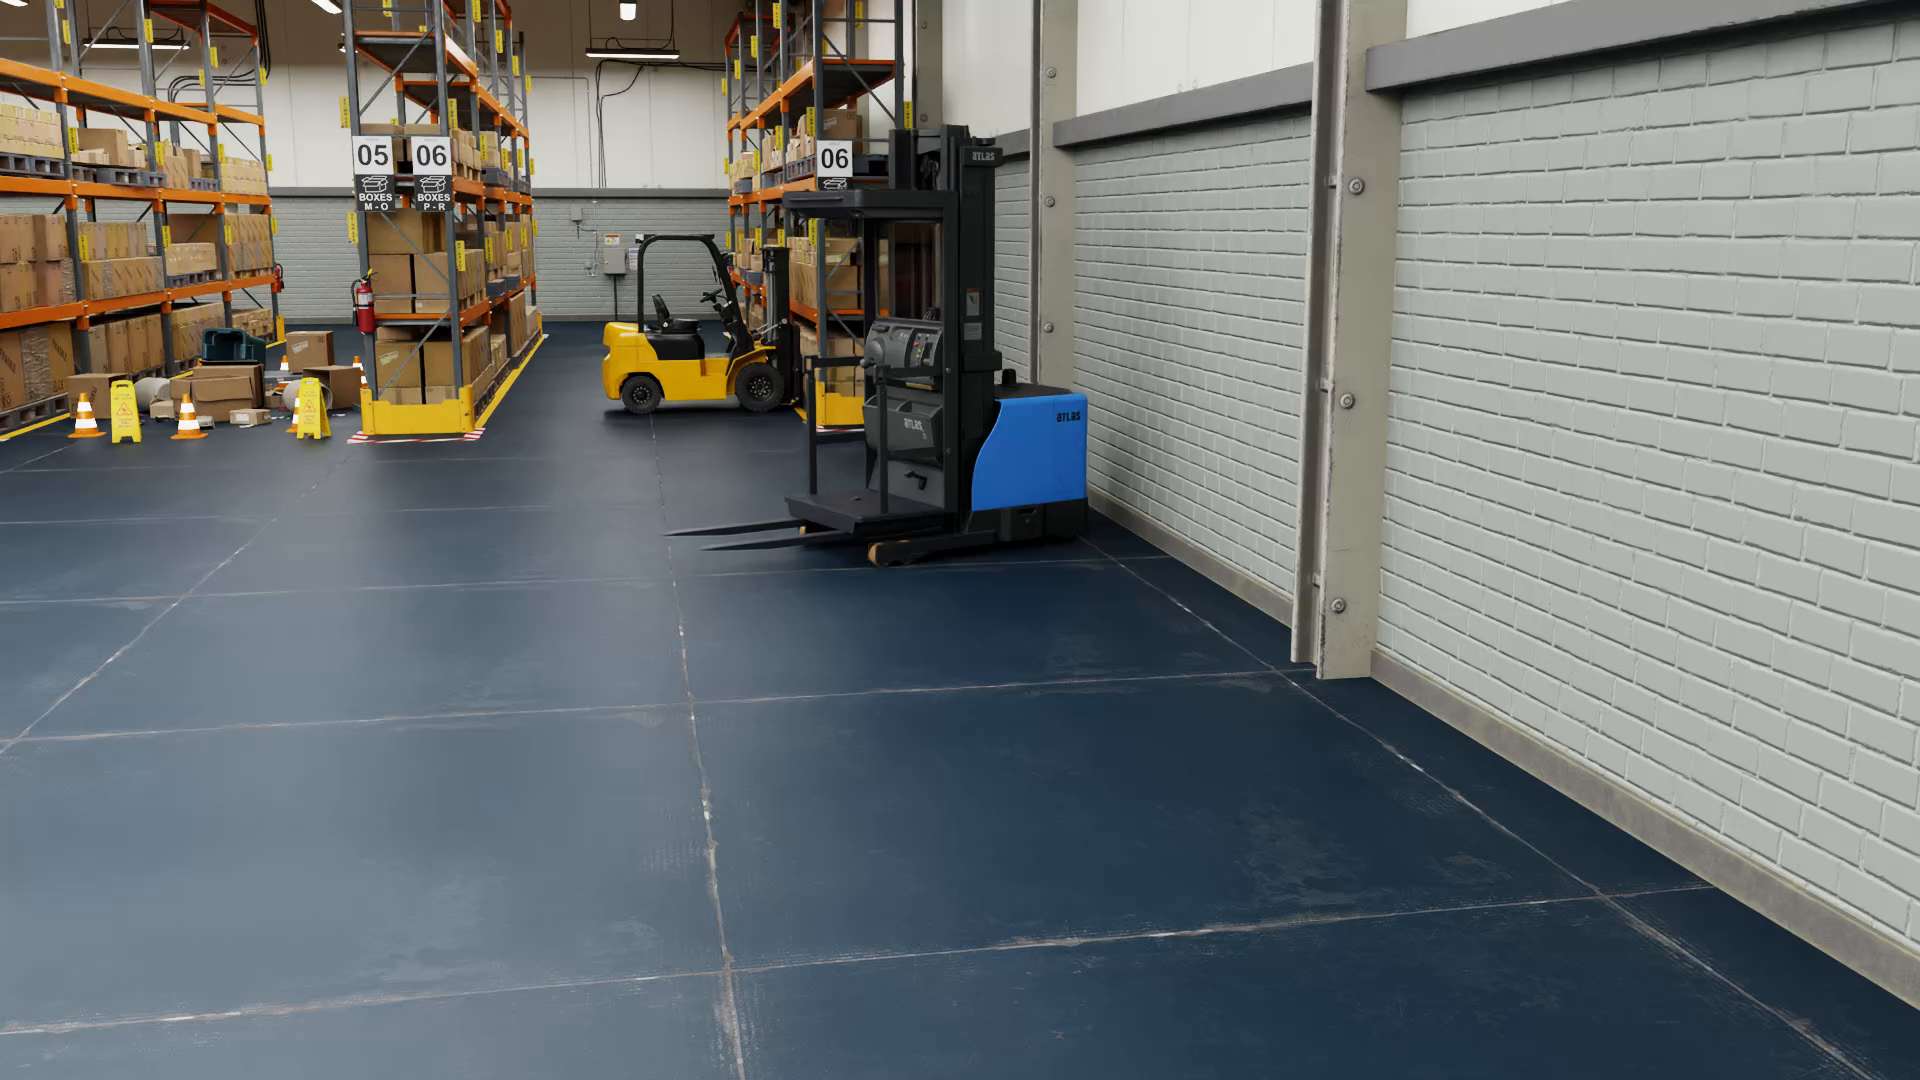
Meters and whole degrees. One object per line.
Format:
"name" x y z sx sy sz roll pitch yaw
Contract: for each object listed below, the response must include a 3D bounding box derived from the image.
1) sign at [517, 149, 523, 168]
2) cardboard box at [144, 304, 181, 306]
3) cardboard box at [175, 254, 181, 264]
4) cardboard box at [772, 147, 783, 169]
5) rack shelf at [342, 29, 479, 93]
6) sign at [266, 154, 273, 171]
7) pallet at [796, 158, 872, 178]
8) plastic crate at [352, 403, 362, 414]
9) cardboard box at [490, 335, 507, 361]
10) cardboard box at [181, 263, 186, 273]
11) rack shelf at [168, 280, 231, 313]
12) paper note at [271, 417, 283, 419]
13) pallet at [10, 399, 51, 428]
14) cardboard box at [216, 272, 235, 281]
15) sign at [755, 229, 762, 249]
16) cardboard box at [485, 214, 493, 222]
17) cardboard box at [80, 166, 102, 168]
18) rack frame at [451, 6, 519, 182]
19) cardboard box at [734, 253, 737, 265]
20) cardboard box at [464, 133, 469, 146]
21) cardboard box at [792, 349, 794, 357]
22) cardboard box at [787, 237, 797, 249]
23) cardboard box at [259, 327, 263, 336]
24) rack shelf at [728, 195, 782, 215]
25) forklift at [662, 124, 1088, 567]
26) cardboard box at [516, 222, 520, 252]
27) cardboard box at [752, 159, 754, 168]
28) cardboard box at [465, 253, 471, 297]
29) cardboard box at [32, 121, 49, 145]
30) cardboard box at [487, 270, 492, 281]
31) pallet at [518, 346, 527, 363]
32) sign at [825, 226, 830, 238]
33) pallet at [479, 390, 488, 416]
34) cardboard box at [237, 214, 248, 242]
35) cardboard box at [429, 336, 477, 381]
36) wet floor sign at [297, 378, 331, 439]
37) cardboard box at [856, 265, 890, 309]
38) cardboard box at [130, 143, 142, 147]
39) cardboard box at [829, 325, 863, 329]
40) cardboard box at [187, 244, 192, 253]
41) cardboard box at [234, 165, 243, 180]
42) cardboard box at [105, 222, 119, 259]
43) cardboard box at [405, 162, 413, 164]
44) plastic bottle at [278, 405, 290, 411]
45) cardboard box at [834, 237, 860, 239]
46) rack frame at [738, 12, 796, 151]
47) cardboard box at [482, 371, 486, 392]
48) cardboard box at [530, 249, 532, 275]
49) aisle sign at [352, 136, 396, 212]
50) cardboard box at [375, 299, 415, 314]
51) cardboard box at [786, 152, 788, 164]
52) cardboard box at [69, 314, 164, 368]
"sign" -7.808 -6.769 29.493 0.100 0.325 0.005 -2 11 -11
"cardboard box" -13.183 -3.771 27.544 0.500 0.250 0.500 -2 11 -9
"cardboard box" -12.452 -4.403 26.062 0.380 0.149 0.250 -2 11 -11
"cardboard box" -2.443 -5.530 24.051 0.500 0.311 0.500 -3 11 -13
"rack shelf" -6.393 -5.624 19.609 1.077 0.370 4.000 -2 11 -11
"sign" -13.403 -7.326 32.273 0.100 0.325 0.005 -2 11 -11
"pallet" -1.489 -4.631 20.719 1.003 0.211 1.213 -2 11 -11
"plastic crate" -7.281 -1.646 20.633 0.402 0.080 0.583 -6 13 -31
"cardboard box" -7.460 -2.944 25.544 0.950 0.372 0.625 -3 11 -15
"cardboard box" -12.498 -4.303 26.329 0.380 0.149 0.250 -2 11 -9
"rack shelf" -12.785 -3.947 26.835 1.077 0.370 4.000 -2 11 -11
"paper note" -8.158 -1.463 19.831 0.148 0.019 0.142 2 11 9
"pallet" -11.306 -1.464 19.321 1.003 0.211 1.213 -2 11 -11
"cardboard box" -12.908 -4.608 29.054 0.380 0.149 0.250 -2 11 -9
"sign" -3.222 -4.822 26.622 0.100 0.325 0.005 -2 11 -11
"cardboard box" -8.655 -5.822 30.086 0.380 0.149 0.250 -2 11 -10
"cardboard box" -12.373 -5.356 23.303 0.500 0.250 0.500 -2 11 -9
"rack frame" -8.338 -7.813 29.177 1.000 3.000 0.127 -2 11 -11
"cardboard box" -4.224 -5.575 33.069 0.500 0.250 0.500 -2 11 -12
"cardboard box" -6.111 -4.809 19.958 0.380 0.149 0.250 -2 11 -10
"cardboard box" -1.936 -2.396 21.656 0.500 0.250 0.500 -2 11 -11
"cardboard box" -2.143 -4.024 22.520 0.380 0.149 0.250 -2 11 -10
"cardboard box" -13.357 -3.933 31.341 0.380 0.149 0.250 -3 11 -14
"rack shelf" -3.859 -6.534 32.404 1.077 0.370 4.000 -2 11 -11
"forklift" -0.571 -1.369 11.550 3.031 2.935 1.130 -7 13 -33
"cardboard box" -7.897 -5.239 28.756 0.500 0.500 0.500 -2 11 -10
"cardboard box" -3.301 -6.345 28.029 0.380 0.149 0.250 -2 11 -11
"cardboard box" -5.928 -3.052 19.146 0.500 0.500 0.500 -2 11 -9
"cardboard box" -11.172 -4.828 19.731 0.500 0.250 0.500 -2 11 -11
"cardboard box" -6.580 -3.594 22.607 0.380 0.149 0.250 -2 11 -10
"pallet" -7.873 -3.133 28.092 1.003 0.211 1.213 -2 11 -11
"sign" -2.148 -4.903 26.837 0.100 0.325 0.005 -2 11 -11
"pallet" -6.376 -1.683 20.472 1.003 0.211 1.213 -2 11 -11
"cardboard box" -13.206 -5.633 30.034 0.500 0.500 0.500 -2 11 -10
"cardboard box" -6.001 -2.147 19.679 0.500 0.500 0.500 -3 11 -13
"wet floor sign" -7.017 -1.435 18.008 0.267 0.644 0.232 2 11 9
"cardboard box" -0.960 -2.996 19.648 0.500 0.500 0.500 -2 11 -9
"cardboard box" -13.000 -6.132 26.055 0.396 0.266 0.258 -2 11 -11
"cardboard box" -1.430 -2.658 21.693 0.500 0.250 0.500 -2 11 -11
"cardboard box" -12.598 -4.687 26.759 0.380 0.149 0.250 -2 11 -12
"cardboard box" -13.209 -6.594 29.860 0.500 0.250 0.500 -2 11 -10
"cardboard box" -12.017 -4.111 22.830 0.700 0.500 0.500 -2 11 -12
"cardboard box" -6.451 -4.388 18.810 0.500 0.250 0.500 -2 11 -12
"plastic bottle" -8.371 -1.650 20.702 0.133 0.061 0.283 0 11 -1
"cardboard box" -1.483 -3.950 22.131 0.380 0.149 0.250 -2 11 -12
"rack frame" -3.470 -7.994 30.129 1.000 3.000 0.127 -2 11 -11
"cardboard box" -6.196 -1.965 20.727 0.500 0.250 0.500 -2 11 -10
"cardboard box" -8.570 -5.383 32.189 0.500 0.500 0.500 -2 11 -9
"aisle sign" -6.276 -3.920 17.817 0.394 0.787 0.004 -2 11 -11
"cardboard box" -6.287 -2.602 18.518 0.380 0.149 0.250 -2 11 -9
"cardboard box" -2.124 -5.092 22.185 0.380 0.149 0.250 -2 11 -10
"cardboard box" -12.366 -2.920 24.408 1.050 0.750 0.750 -2 11 -12
